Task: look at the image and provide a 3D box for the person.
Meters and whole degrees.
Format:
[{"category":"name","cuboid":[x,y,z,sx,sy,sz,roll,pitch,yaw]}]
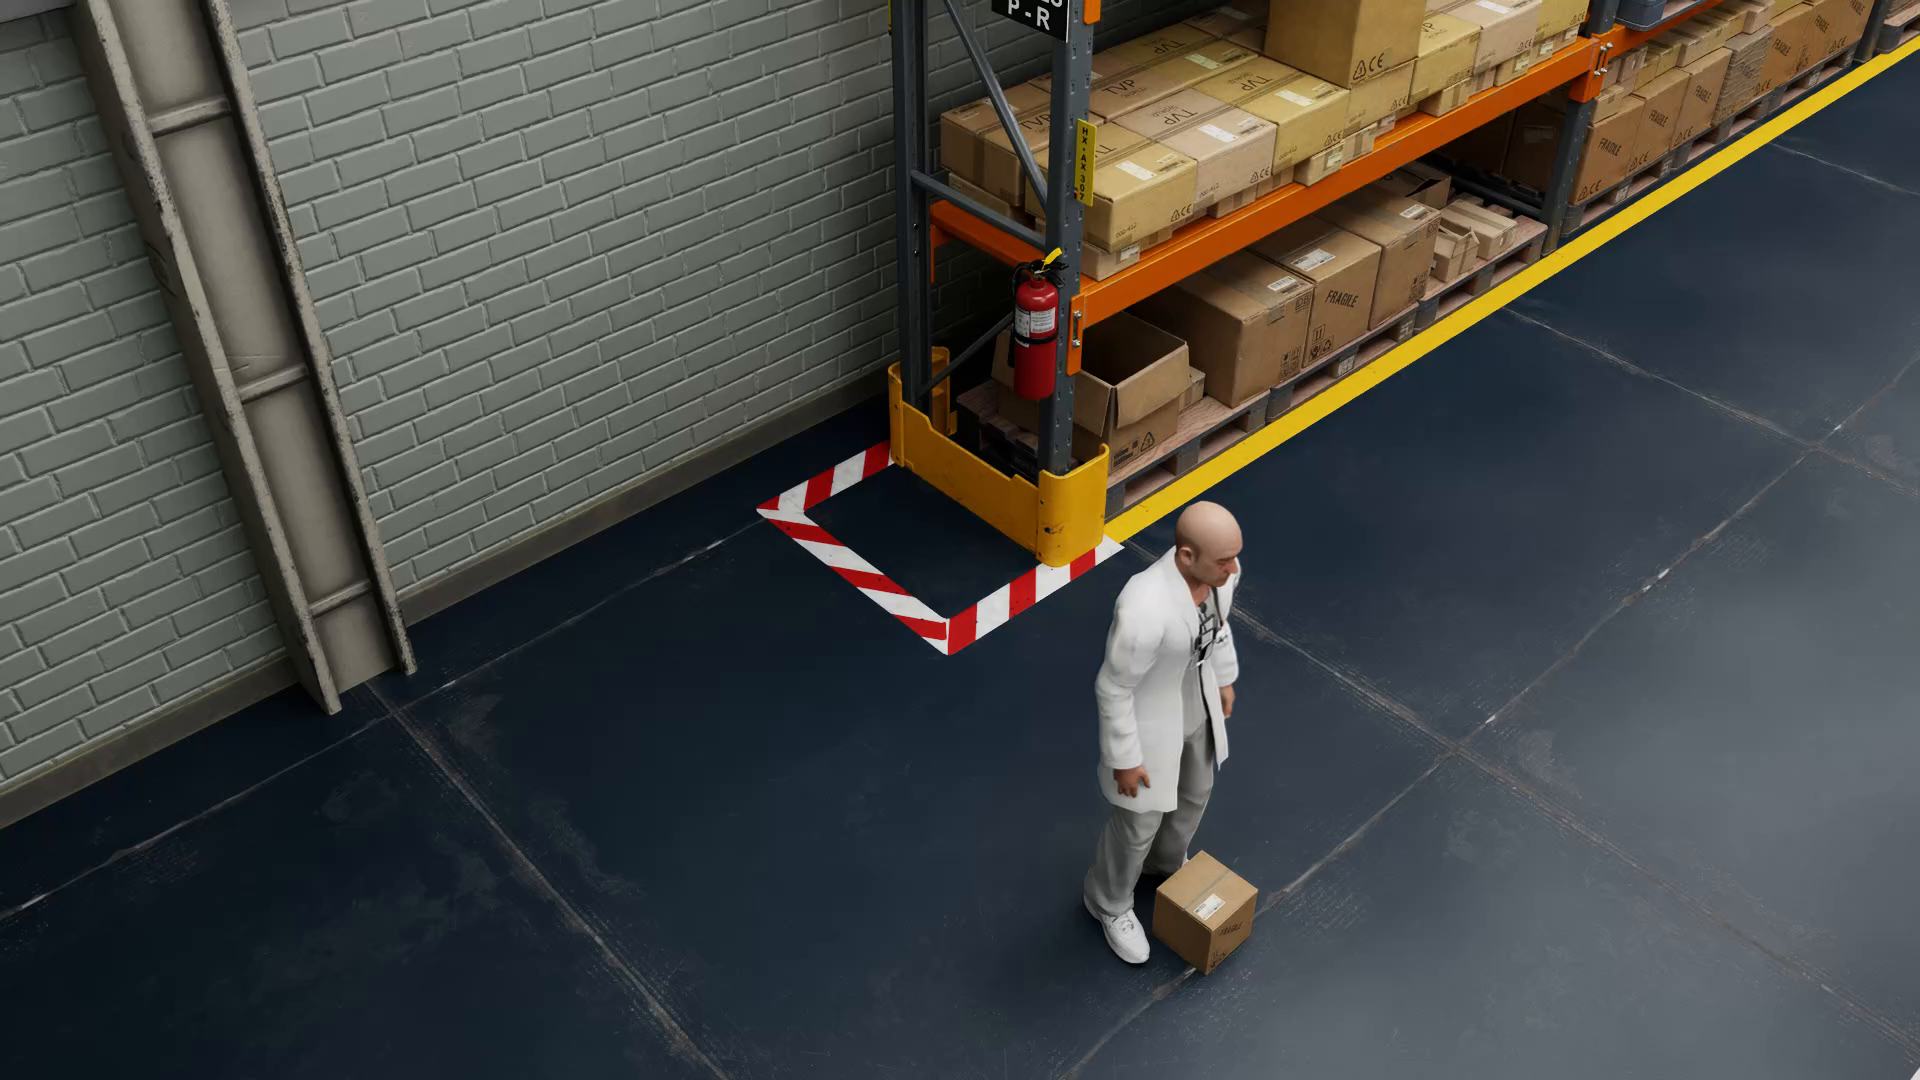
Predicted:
[{"category":"person","cuboid":[0.689,0.584,5.454,0.423,1.774,0.653,32,49,33]}]
